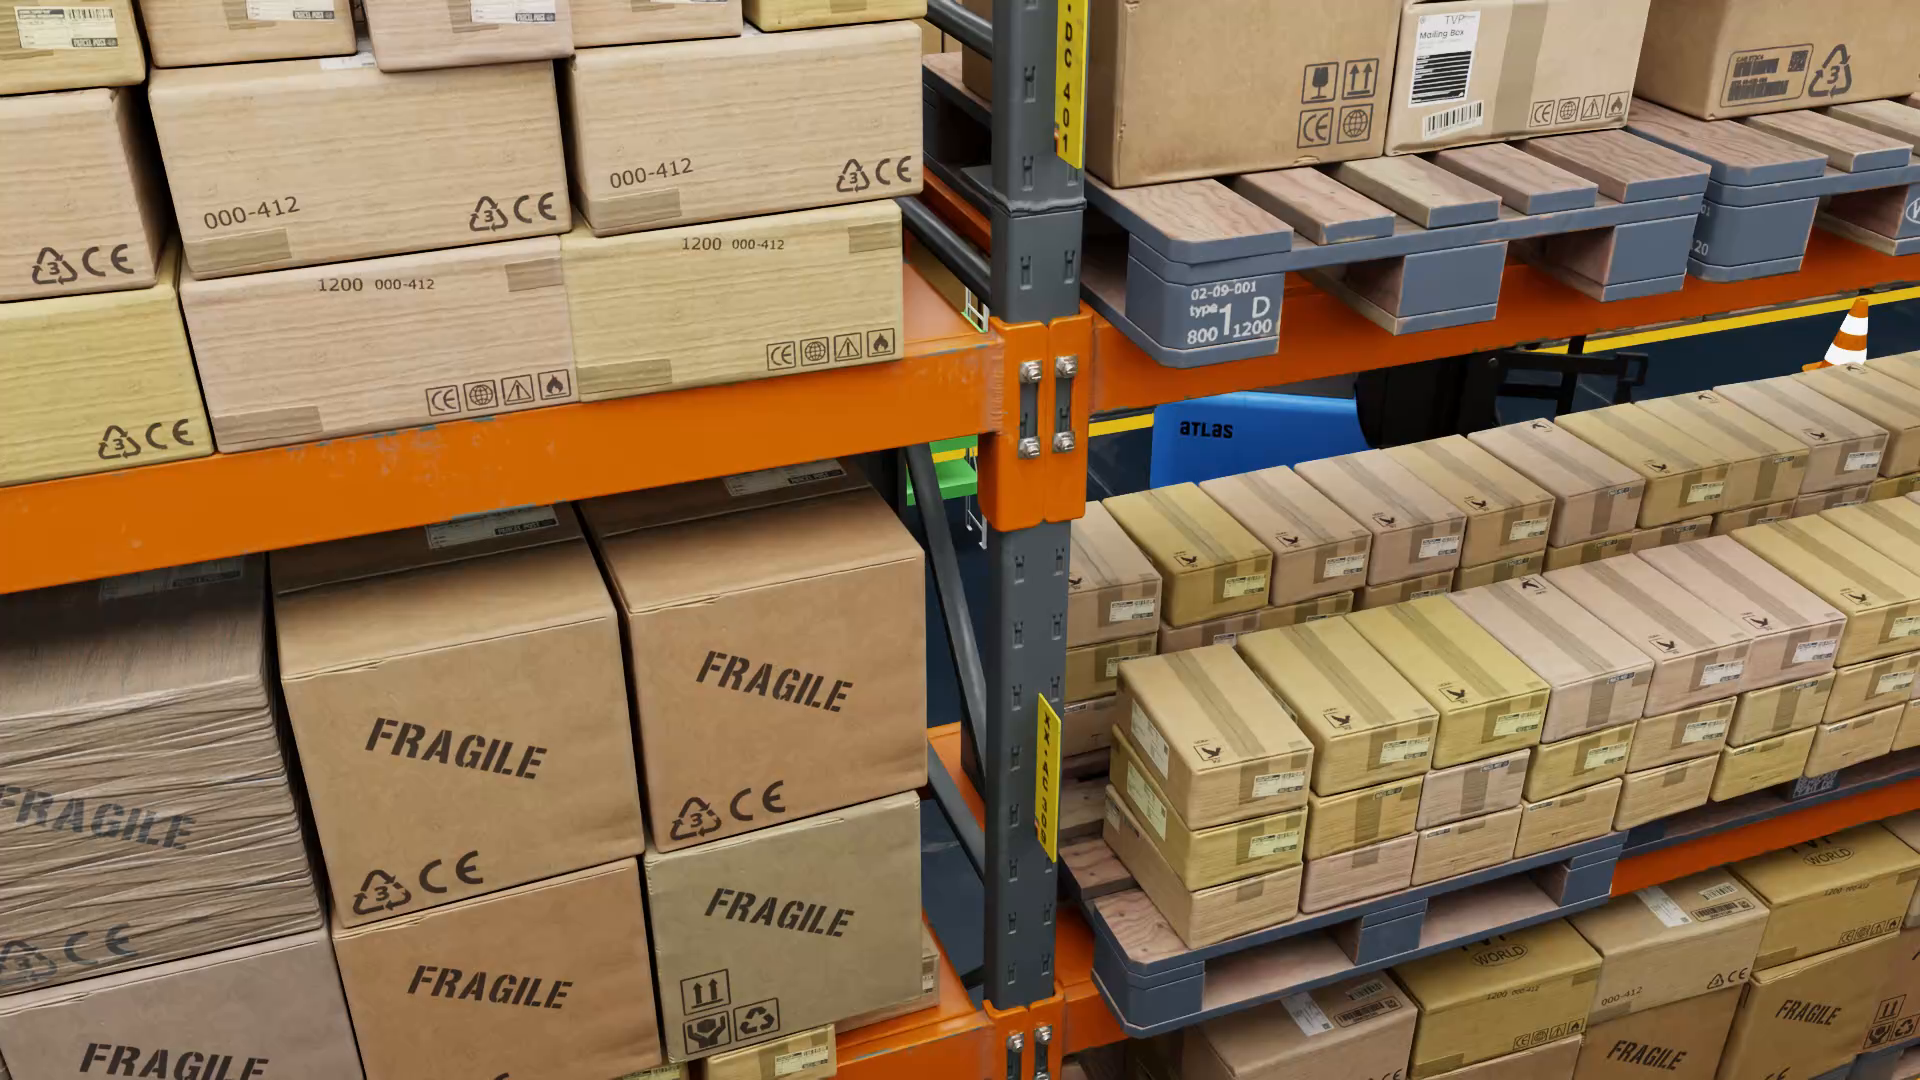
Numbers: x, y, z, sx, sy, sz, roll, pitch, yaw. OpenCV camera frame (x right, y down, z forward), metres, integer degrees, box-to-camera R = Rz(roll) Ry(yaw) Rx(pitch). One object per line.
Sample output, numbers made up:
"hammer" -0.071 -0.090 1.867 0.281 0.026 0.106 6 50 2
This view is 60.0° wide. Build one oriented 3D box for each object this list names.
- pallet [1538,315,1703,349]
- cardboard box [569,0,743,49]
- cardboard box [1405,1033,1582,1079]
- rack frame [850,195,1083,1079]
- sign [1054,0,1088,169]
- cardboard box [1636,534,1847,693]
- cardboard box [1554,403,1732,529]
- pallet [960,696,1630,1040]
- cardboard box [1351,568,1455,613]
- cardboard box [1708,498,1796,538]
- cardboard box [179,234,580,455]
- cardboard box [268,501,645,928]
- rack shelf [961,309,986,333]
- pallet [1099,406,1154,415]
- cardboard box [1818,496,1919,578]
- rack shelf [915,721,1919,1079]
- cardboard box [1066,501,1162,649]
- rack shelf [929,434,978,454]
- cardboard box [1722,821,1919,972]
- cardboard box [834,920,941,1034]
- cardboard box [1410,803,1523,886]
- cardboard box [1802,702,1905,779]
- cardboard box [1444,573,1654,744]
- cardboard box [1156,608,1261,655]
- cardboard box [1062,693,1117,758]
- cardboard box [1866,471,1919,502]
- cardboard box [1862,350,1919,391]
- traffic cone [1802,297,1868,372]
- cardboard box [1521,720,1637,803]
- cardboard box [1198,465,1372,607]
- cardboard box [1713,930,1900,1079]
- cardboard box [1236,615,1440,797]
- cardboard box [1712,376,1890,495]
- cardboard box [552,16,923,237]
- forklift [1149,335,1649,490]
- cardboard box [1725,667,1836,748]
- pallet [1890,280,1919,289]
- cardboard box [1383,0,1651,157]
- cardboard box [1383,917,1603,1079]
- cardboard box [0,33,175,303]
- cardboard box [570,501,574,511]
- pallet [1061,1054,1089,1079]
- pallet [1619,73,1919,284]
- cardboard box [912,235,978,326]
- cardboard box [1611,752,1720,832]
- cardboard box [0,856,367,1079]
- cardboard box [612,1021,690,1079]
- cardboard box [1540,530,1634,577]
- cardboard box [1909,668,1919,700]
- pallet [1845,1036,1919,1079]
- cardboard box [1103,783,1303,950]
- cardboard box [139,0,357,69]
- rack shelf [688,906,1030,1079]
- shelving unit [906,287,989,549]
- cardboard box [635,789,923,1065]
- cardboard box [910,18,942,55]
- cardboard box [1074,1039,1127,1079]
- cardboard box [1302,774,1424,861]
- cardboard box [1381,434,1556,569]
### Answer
"pallet" 3.766 -1.535 10.231 1.213 0.211 1.003 -10 31 -18
"cardboard box" -0.479 -0.831 2.392 0.250 0.149 0.380 -10 31 -16
"cardboard box" 1.244 1.373 4.410 0.500 0.500 0.500 -9 31 -15
"rack frame" -0.036 0.566 3.726 0.127 3.000 1.000 -10 31 -18
"sign" 0.160 -0.711 2.416 0.005 0.325 0.100 -10 31 -18
"cardboard box" 1.705 0.156 3.674 0.250 0.149 0.380 -9 31 -16
"cardboard box" 1.745 -0.197 4.295 0.250 0.149 0.380 -11 31 -18
"pallet" 0.731 0.585 3.887 1.213 0.211 1.003 -10 31 -18
"cardboard box" 1.002 0.067 4.132 0.250 0.149 0.380 -11 32 -19
"cardboard box" 1.983 -0.114 4.448 0.250 0.149 0.380 -11 31 -18
"cardboard box" -0.874 -0.381 2.510 0.500 0.250 0.500 -11 31 -18
"cardboard box" -0.865 0.257 2.856 0.500 0.500 0.500 -11 32 -19
"rack shelf" -0.155 -0.854 7.197 0.480 0.148 0.258 -10 31 -18
"pallet" 1.127 -1.091 9.451 1.213 0.211 1.003 -10 31 -18
"cardboard box" 2.200 0.063 3.837 0.250 0.149 0.380 -9 31 -15
"rack shelf" 1.838 0.534 4.510 4.000 0.370 1.077 -10 31 -18
"cardboard box" 0.272 0.075 3.818 0.250 0.149 0.380 -9 31 -15
"rack shelf" -0.155 -0.437 7.434 0.480 0.148 0.258 -10 31 -18
"cardboard box" 2.212 0.866 4.543 0.500 0.250 0.500 -10 31 -16
"cardboard box" -0.223 0.833 3.511 0.250 0.149 0.380 -11 31 -18
"cardboard box" 0.987 0.546 3.590 0.250 0.149 0.380 -10 31 -17
"cardboard box" 1.952 0.368 3.903 0.250 0.149 0.380 -12 32 -20
"cardboard box" 1.228 0.244 3.520 0.250 0.149 0.380 -11 31 -18
"cardboard box" 0.514 0.157 3.973 0.250 0.149 0.380 -10 31 -17
"cardboard box" 0.267 0.333 3.966 0.250 0.149 0.380 -11 32 -19
"cardboard box" 2.451 -0.197 4.595 0.250 0.149 0.380 -10 31 -17
"cardboard box" 2.729 -0.378 4.612 0.250 0.149 0.380 -11 31 -18
"traffic cone" 4.967 -1.128 9.262 0.334 0.463 0.336 -10 31 -18
"cardboard box" 1.221 0.374 3.593 0.250 0.149 0.380 -12 32 -20
"cardboard box" 0.766 -0.016 3.976 0.250 0.149 0.380 -11 32 -19
"cardboard box" 2.209 1.201 4.713 0.500 0.500 0.500 -12 32 -20
"cardboard box" 0.752 0.329 3.371 0.250 0.149 0.380 -10 31 -16
"cardboard box" 2.228 -0.285 4.449 0.250 0.149 0.380 -9 31 -15
"cardboard box" -0.380 -0.692 2.550 0.500 0.250 0.500 -12 32 -20
"forklift" 2.344 -1.055 6.640 3.031 2.935 1.130 5 30 9
"cardboard box" 1.721 0.280 3.757 0.250 0.149 0.380 -11 31 -18
"pallet" 6.258 -2.015 11.073 1.213 0.211 1.003 -10 31 -18
"cardboard box" 0.862 -0.935 2.997 0.500 0.311 0.500 -11 31 -18
"cardboard box" 1.246 1.046 4.227 0.500 0.250 0.500 -10 31 -16
"cardboard box" -1.359 -0.515 2.240 0.500 0.250 0.500 -9 31 -16
"cardboard box" -1.025 0.020 3.272 0.500 0.500 0.500 -11 32 -19
"pallet" 0.693 1.643 4.653 1.213 0.211 1.003 -10 31 -18
"pallet" 1.550 -0.893 3.447 1.003 0.211 1.213 -10 31 -18
"cardboard box" -0.460 -1.276 8.681 0.875 0.875 0.875 -10 31 -16
"cardboard box" 1.461 0.459 3.743 0.250 0.149 0.380 -12 32 -20
"cardboard box" -1.345 0.782 2.945 0.500 0.500 0.500 -11 31 -18
"cardboard box" -0.697 0.947 3.312 0.250 0.149 0.380 -9 31 -16
"cardboard box" 1.502 -0.026 4.294 0.250 0.149 0.380 -10 31 -17
"cardboard box" 2.200 0.193 3.909 0.250 0.149 0.380 -10 31 -16
"pallet" 2.980 1.222 5.393 1.213 0.211 1.003 -10 31 -18
"cardboard box" 0.493 0.638 3.429 0.250 0.149 0.380 -12 32 -20
"cardboard box" -0.980 -0.779 2.301 0.250 0.149 0.380 -9 31 -16
"rack shelf" -1.911 1.224 3.298 4.000 0.370 1.077 -10 31 -18
"shelving unit" -0.155 -0.493 7.403 0.503 1.200 0.258 -10 31 -18
"cardboard box" -0.391 0.608 3.251 0.500 0.500 0.500 -10 31 -18
"cardboard box" -0.406 -2.319 7.680 0.500 0.500 0.500 -11 32 -19
"cardboard box" 0.569 1.225 4.670 0.500 0.500 0.500 -11 31 -19
"cardboard box" 0.735 0.463 3.436 0.250 0.149 0.380 -11 31 -19
"cardboard box" 1.244 -0.102 4.128 0.250 0.149 0.380 -11 32 -19
